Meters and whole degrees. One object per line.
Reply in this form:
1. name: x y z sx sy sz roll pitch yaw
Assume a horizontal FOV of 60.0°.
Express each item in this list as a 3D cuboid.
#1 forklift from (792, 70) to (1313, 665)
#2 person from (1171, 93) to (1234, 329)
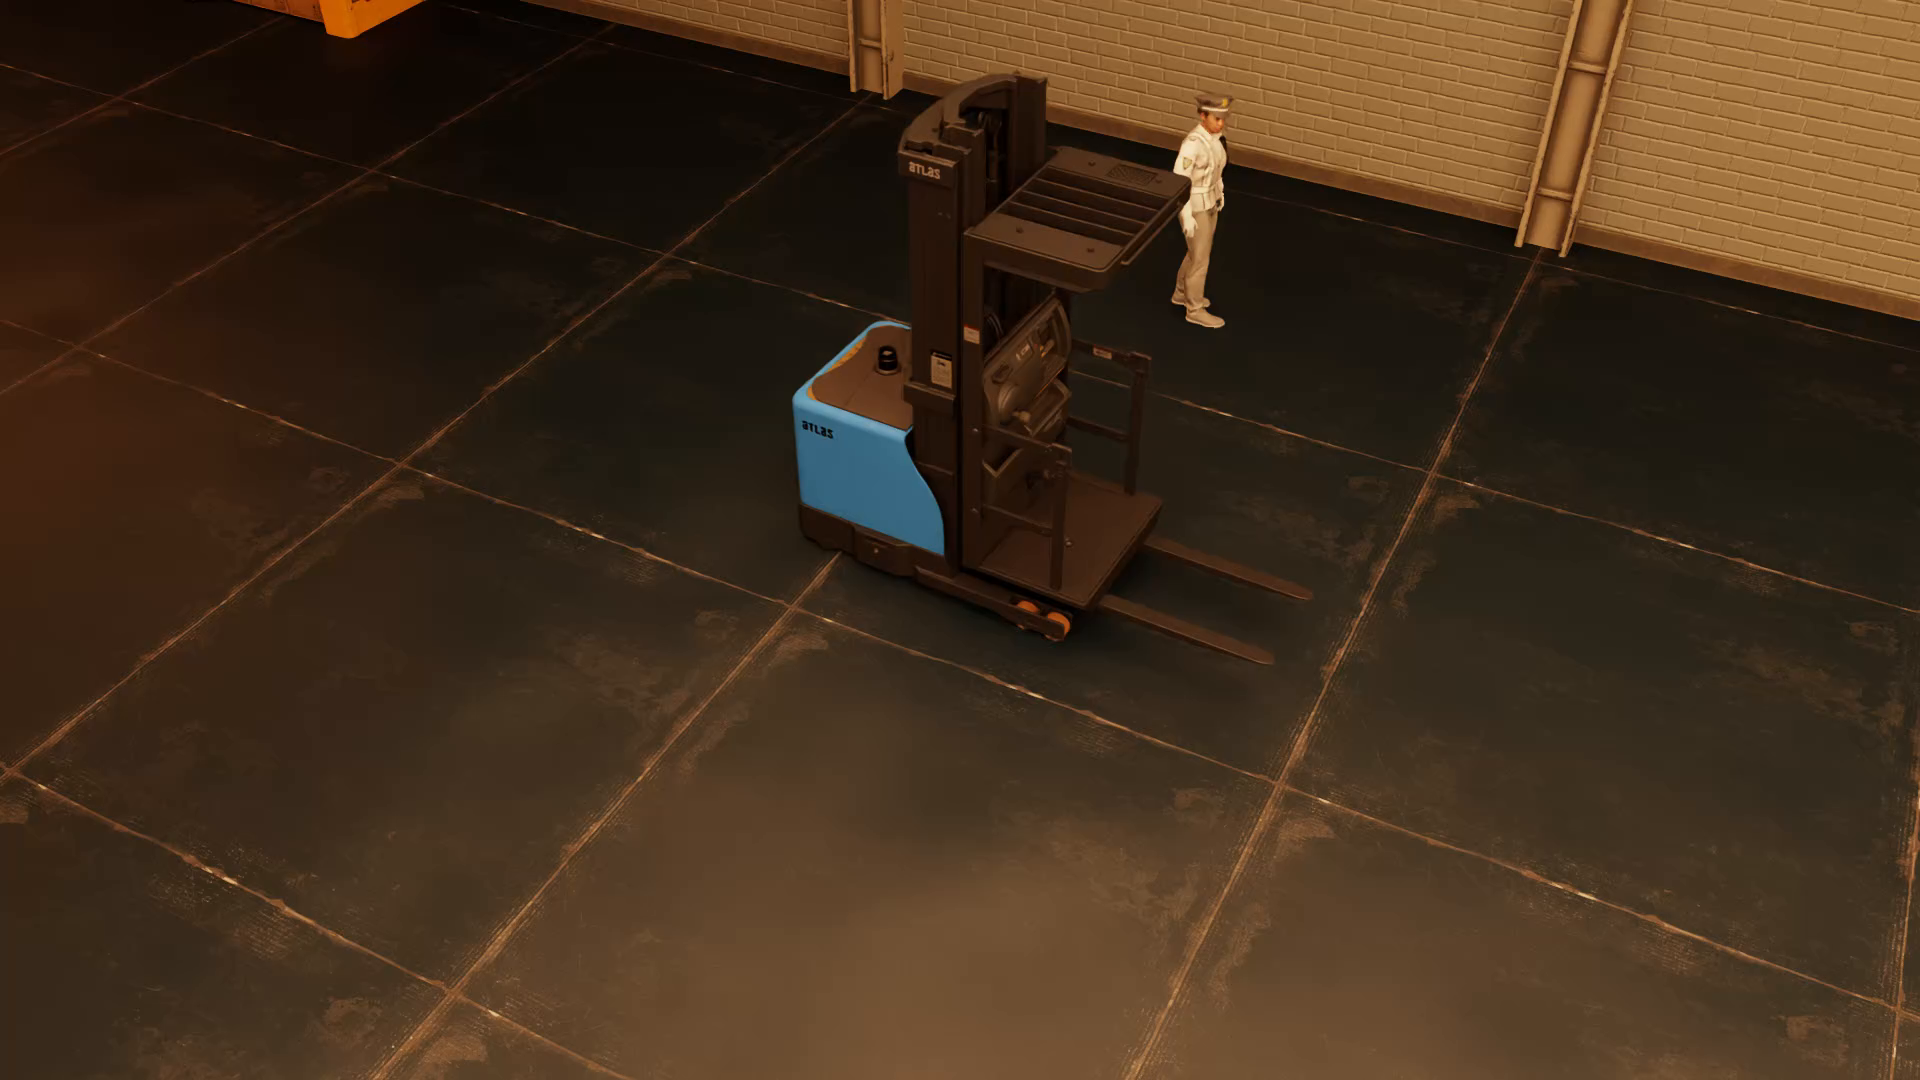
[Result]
1. forklift: 0.549 -0.934 9.096 3.031 2.935 1.130 20 44 22
2. person: 1.762 -2.340 11.742 0.476 1.676 0.657 15 42 17
